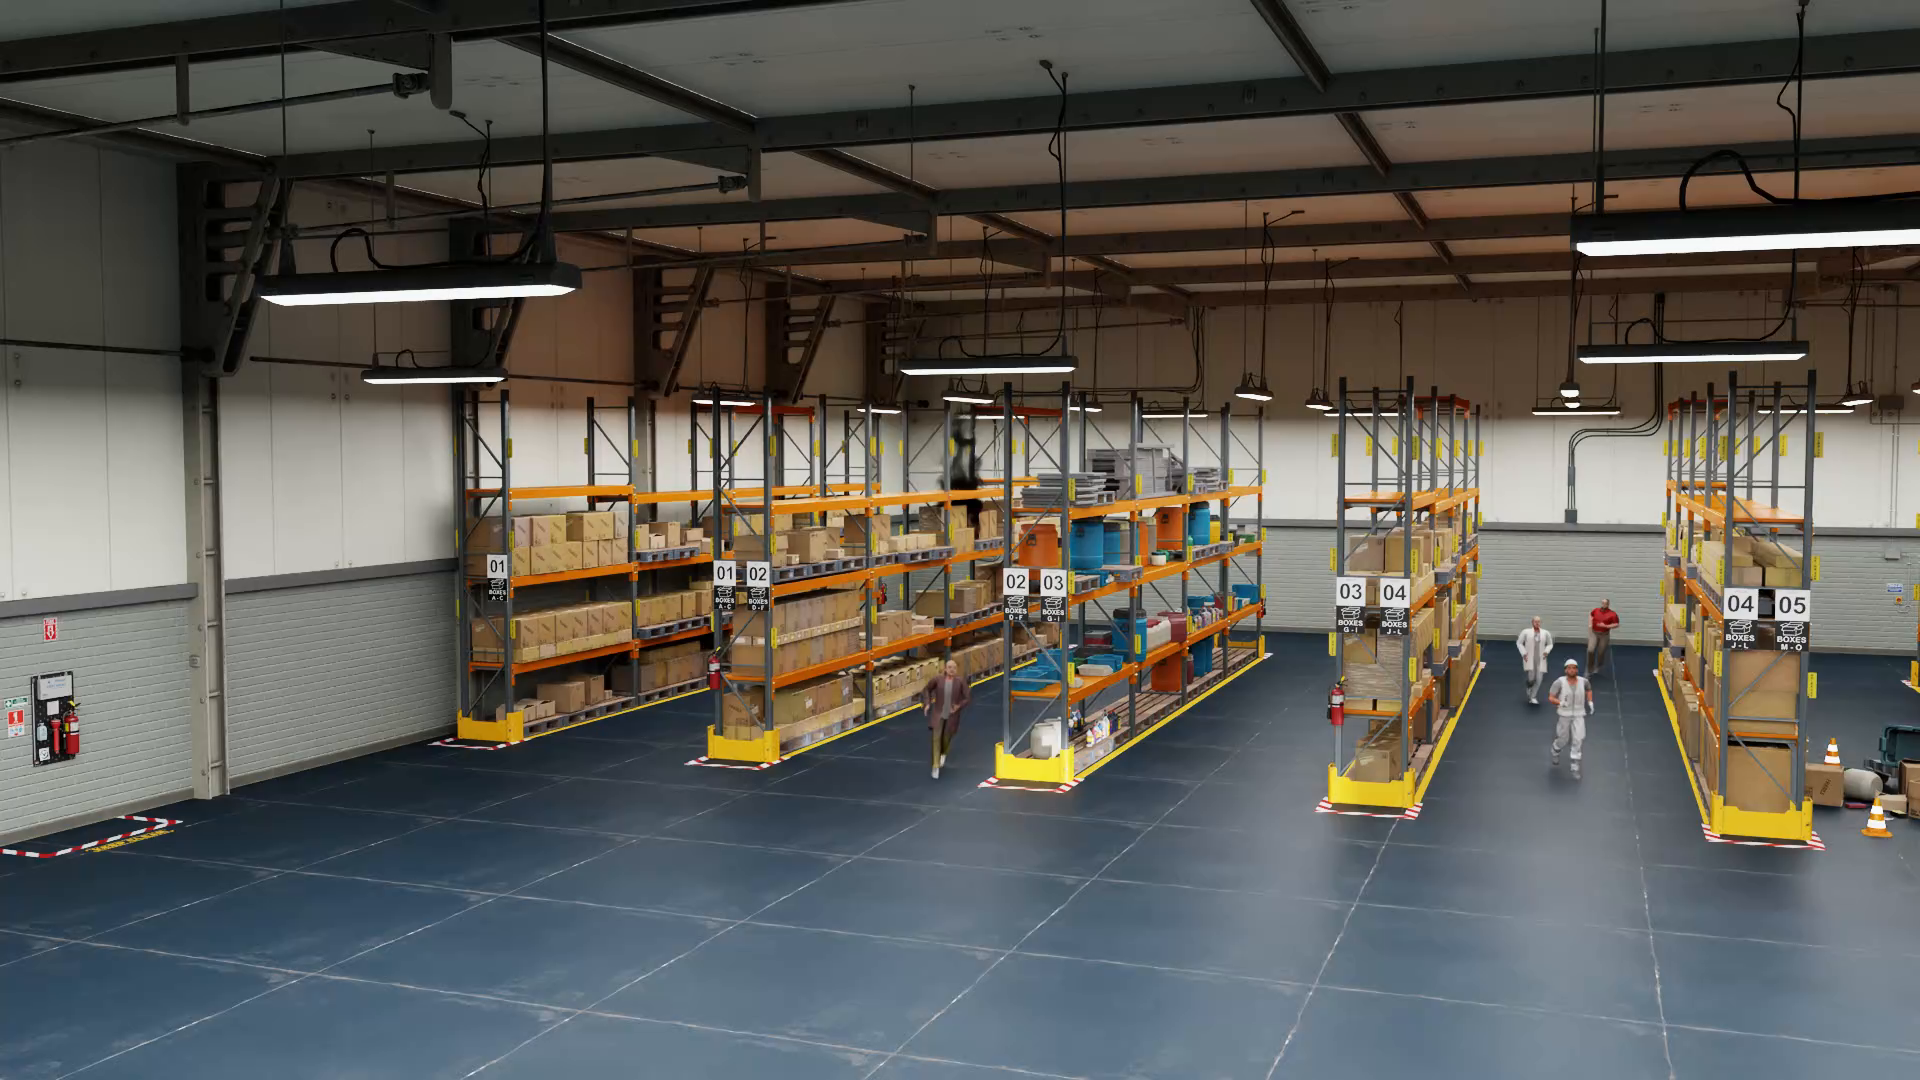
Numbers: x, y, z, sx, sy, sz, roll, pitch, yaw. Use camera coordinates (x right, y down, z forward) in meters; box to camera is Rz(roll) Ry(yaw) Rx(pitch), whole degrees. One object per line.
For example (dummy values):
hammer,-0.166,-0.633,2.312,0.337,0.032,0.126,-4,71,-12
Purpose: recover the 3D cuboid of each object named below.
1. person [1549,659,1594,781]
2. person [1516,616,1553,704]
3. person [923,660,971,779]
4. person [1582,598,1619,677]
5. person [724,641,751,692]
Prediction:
person,9.337,2.705,25.429,0.668,1.790,0.993,1,3,9
person,11.277,2.353,32.604,0.675,1.722,0.642,0,3,9
person,-0.203,2.734,25.639,0.751,1.773,0.913,0,3,1
person,14.118,2.161,36.535,0.694,1.782,0.766,2,4,32
person,-4.066,2.405,30.964,0.710,1.747,0.968,1,3,13
